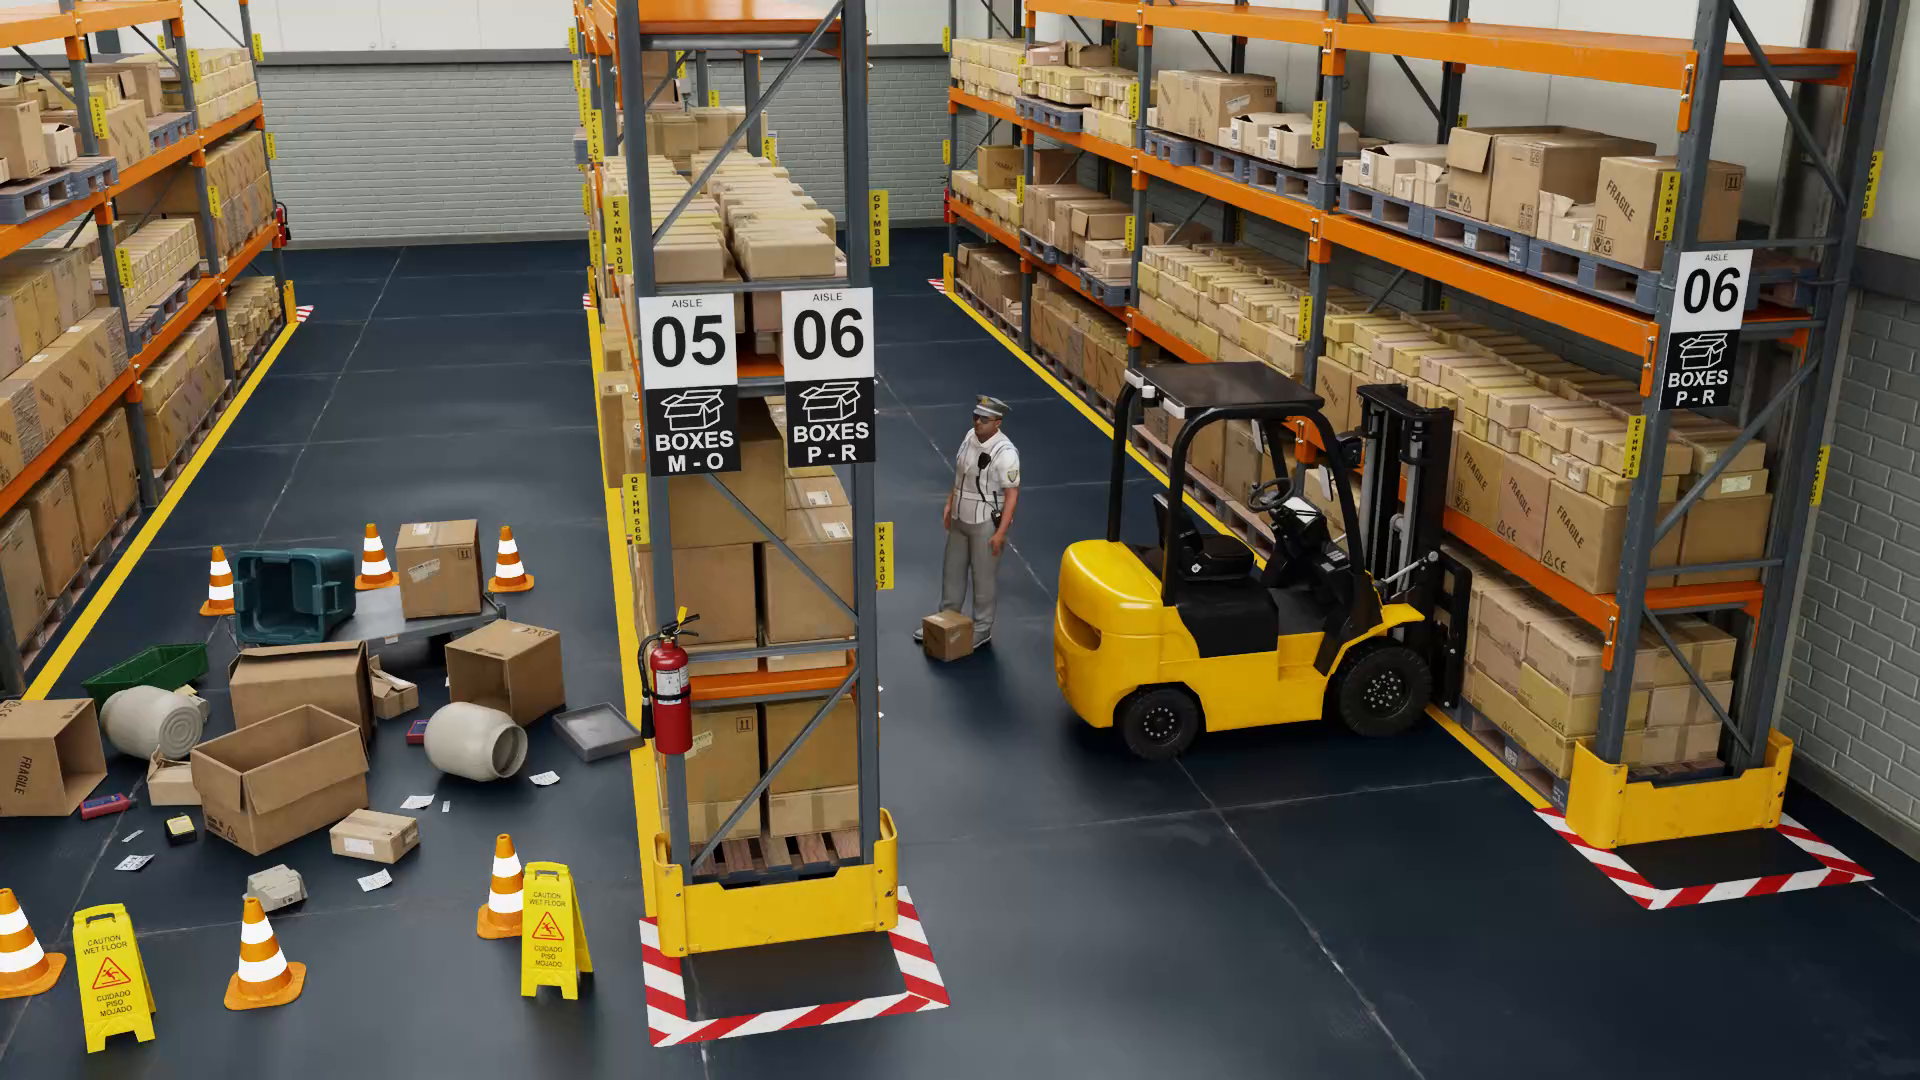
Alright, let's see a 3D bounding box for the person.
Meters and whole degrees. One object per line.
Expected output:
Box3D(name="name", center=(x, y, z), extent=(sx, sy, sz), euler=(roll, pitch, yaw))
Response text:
Box3D(name="person", center=(0.066, -0.124, 11.337), extent=(0.574, 1.780, 0.640), euler=(-14, 24, -35))
